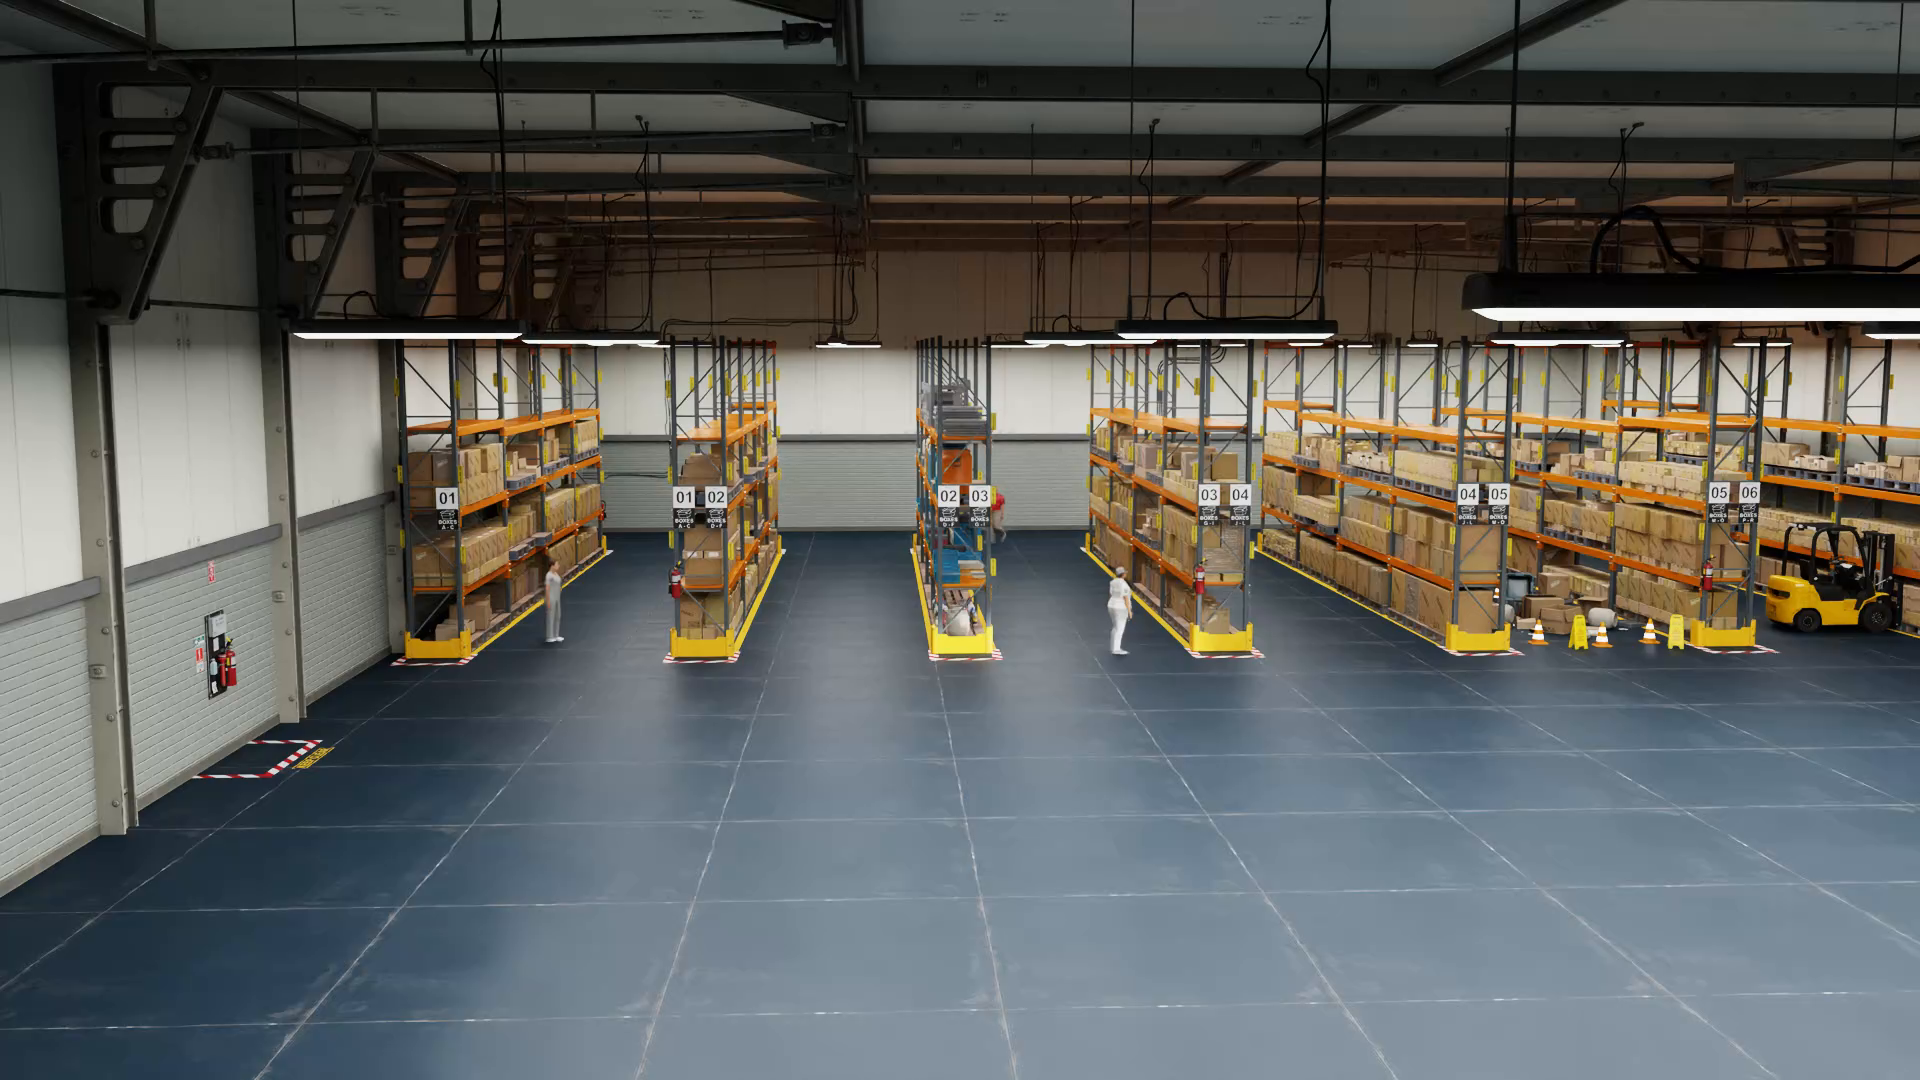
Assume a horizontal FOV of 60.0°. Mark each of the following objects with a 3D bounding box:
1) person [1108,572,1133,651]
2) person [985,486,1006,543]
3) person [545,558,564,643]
[{"bbox_3d":[3.031,1.310,31.511,0.397,1.577,0.586,-3,7,-23],"label":"person"},{"bbox_3d":[1.051,-0.760,49.448,0.519,1.718,0.573,6,9,42],"label":"person"},{"bbox_3d":[-8.017,1.187,32.718,0.340,1.673,0.528,2,7,15],"label":"person"}]
